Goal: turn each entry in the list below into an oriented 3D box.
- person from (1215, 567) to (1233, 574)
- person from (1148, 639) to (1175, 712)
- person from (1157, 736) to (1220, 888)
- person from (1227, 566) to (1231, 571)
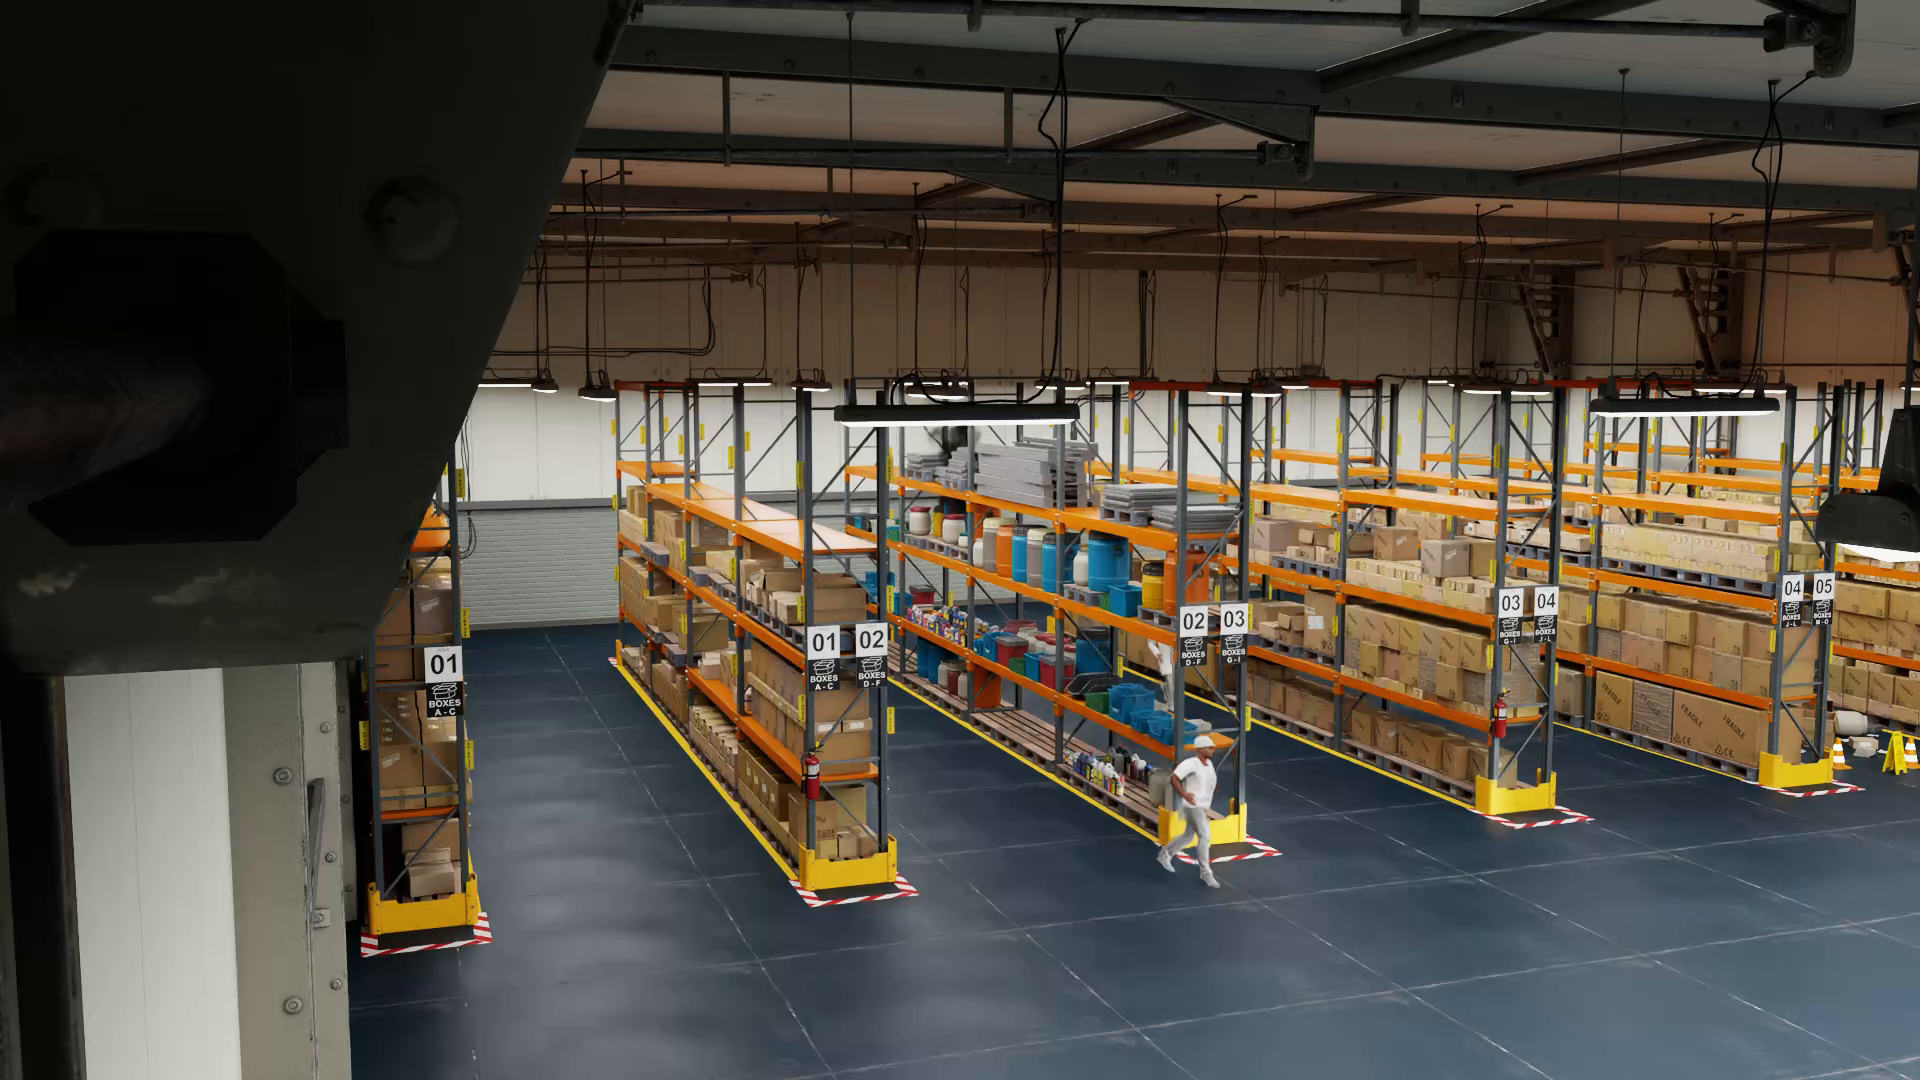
[{"bbox_3d":[6.370,1.239,40.725,0.666,1.613,0.511,4,7,36],"label":"person"},{"bbox_3d":[3.825,2.240,30.540,0.716,1.736,0.835,-2,6,-19],"label":"person"},{"bbox_3d":[2.926,3.301,20.598,0.900,1.760,0.730,3,7,30],"label":"person"},{"bbox_3d":[6.085,1.433,38.367,0.750,1.719,0.640,-2,6,-19],"label":"person"}]
